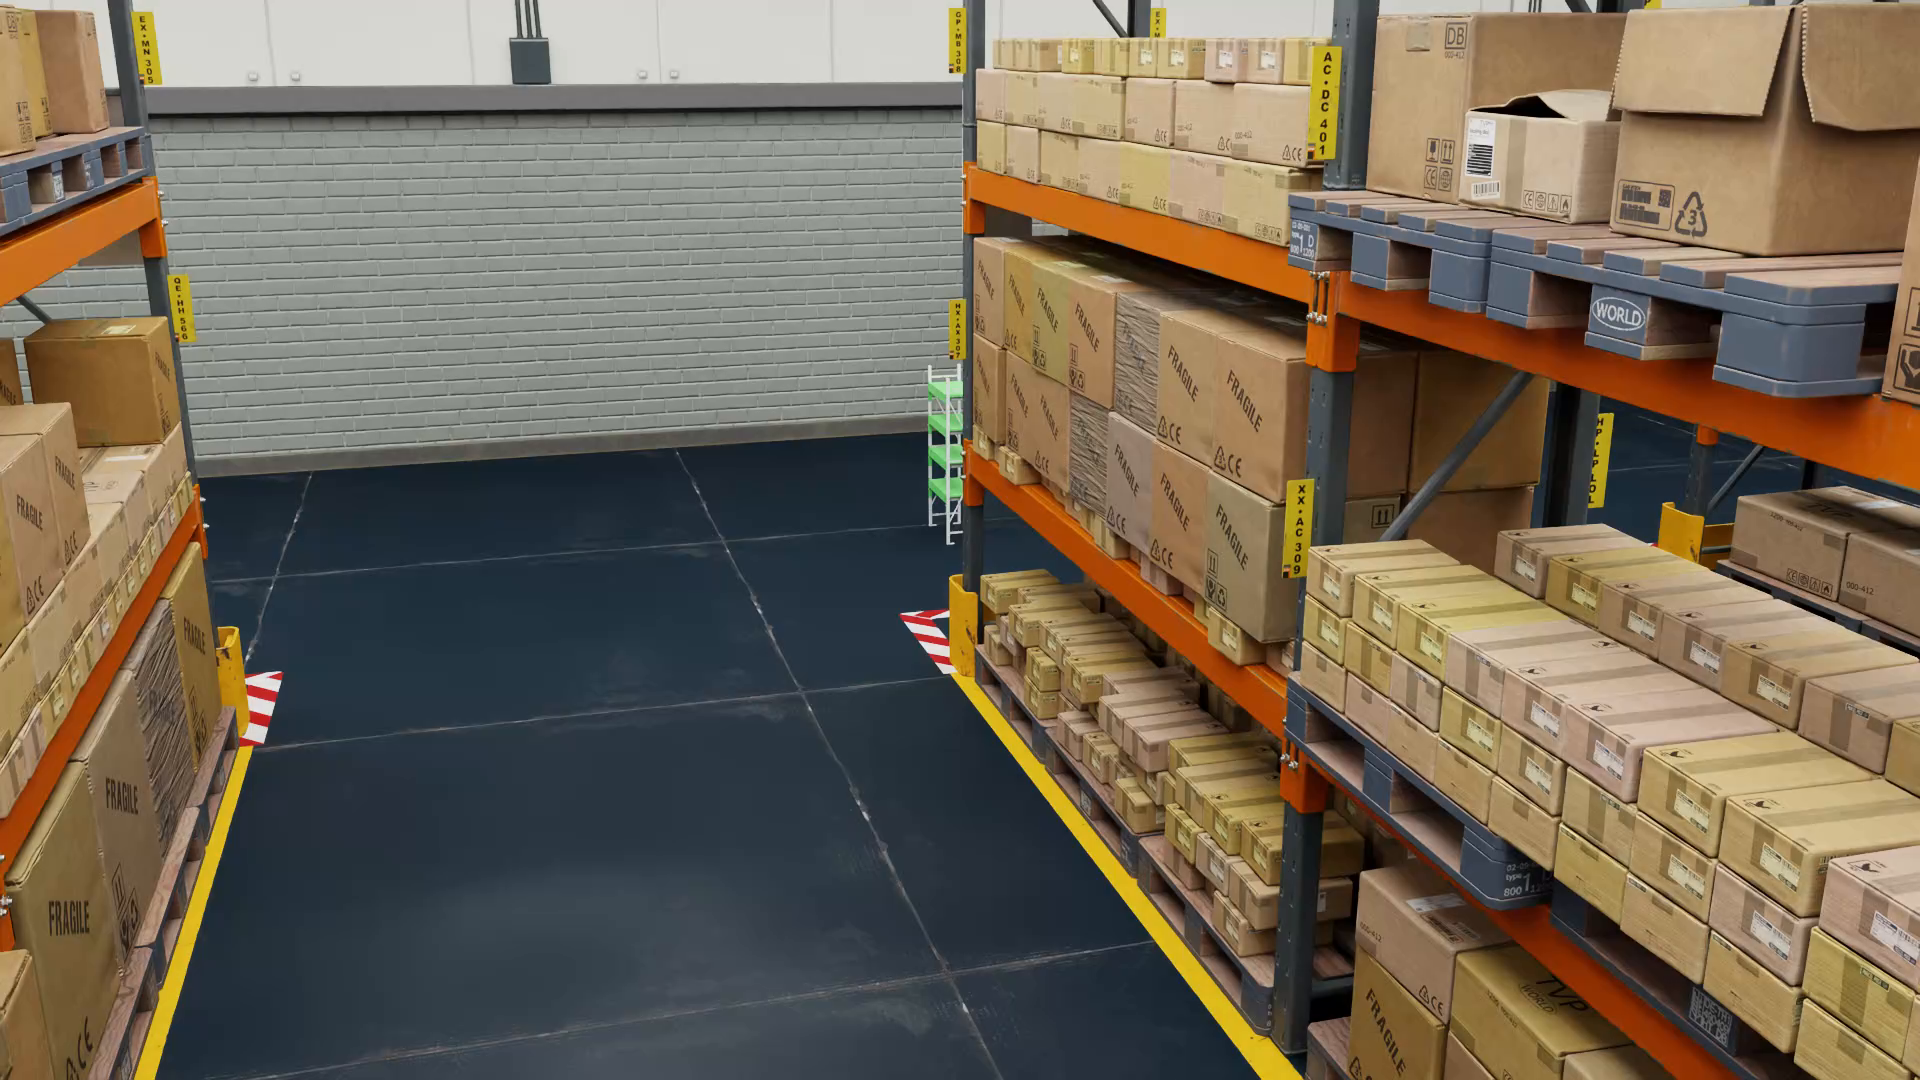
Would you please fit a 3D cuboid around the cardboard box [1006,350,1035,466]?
[{"bbox_3d":[0.541,-0.671,8.281,0.500,0.500,0.500,-5,17,-15],"label":"cardboard box"}]

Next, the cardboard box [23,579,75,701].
[{"bbox_3d":[-3.195,0.339,5.354,0.500,0.250,0.500,-5,17,-16],"label":"cardboard box"}]

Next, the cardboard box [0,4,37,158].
[{"bbox_3d":[-3.609,-1.552,5.614,0.700,0.500,0.500,-4,17,-13],"label":"cardboard box"}]

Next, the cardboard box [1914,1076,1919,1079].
[{"bbox_3d":[1.930,1.050,2.949,0.380,0.149,0.250,-5,17,-16],"label":"cardboard box"}]

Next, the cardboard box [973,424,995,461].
[{"bbox_3d":[0.286,-0.537,8.962,0.380,0.149,0.250,-5,17,-16],"label":"cardboard box"}]

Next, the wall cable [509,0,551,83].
[{"bbox_3d":[-2.525,-6.659,12.886,2.277,5.999,0.120,-5,17,-15],"label":"wall cable"}]

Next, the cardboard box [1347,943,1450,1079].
[{"bbox_3d":[1.559,1.555,5.176,0.500,0.500,0.500,-4,17,-13],"label":"cardboard box"}]

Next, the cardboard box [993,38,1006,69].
[{"bbox_3d":[0.382,-2.460,8.413,0.380,0.149,0.250,-5,17,-16],"label":"cardboard box"}]

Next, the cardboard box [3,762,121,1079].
[{"bbox_3d":[-3.290,1.326,5.288,0.875,0.875,0.875,-5,17,-15],"label":"cardboard box"}]

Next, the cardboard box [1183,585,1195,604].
[{"bbox_3d":[1.111,0.176,6.590,0.380,0.149,0.250,-5,17,-17],"label":"cardboard box"}]

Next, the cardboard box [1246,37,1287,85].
[{"bbox_3d":[1.180,-1.599,5.545,0.380,0.149,0.250,-4,17,-14],"label":"cardboard box"}]

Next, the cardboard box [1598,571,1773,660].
[{"bbox_3d":[2.053,0.210,4.713,0.380,0.149,0.250,-5,18,-17],"label":"cardboard box"}]

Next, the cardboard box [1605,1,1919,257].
[{"bbox_3d":[1.909,-0.916,3.663,0.797,0.503,0.637,-5,17,-16],"label":"cardboard box"}]

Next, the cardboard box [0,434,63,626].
[{"bbox_3d":[-3.199,-0.021,5.249,0.500,0.500,0.500,-5,17,-15],"label":"cardboard box"}]

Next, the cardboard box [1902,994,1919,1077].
[{"bbox_3d":[1.919,0.901,2.929,0.380,0.149,0.250,-5,17,-15],"label":"cardboard box"}]

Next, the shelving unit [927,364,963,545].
[{"bbox_3d":[-0.045,-0.620,11.932,0.258,1.200,0.503,-5,17,-15],"label":"shelving unit"}]

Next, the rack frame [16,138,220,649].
[{"bbox_3d":[-4.285,-0.408,8.098,1.000,3.000,0.127,-5,17,-15],"label":"rack frame"}]

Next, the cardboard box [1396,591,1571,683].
[{"bbox_3d":[1.428,0.261,4.541,0.380,0.149,0.250,-5,17,-15],"label":"cardboard box"}]

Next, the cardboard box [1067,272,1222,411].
[{"bbox_3d":[0.790,-0.871,7.210,0.500,0.500,0.500,-5,18,-17],"label":"cardboard box"}]

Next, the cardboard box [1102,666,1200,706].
[{"bbox_3d":[0.871,0.703,7.589,0.380,0.149,0.250,-5,17,-15],"label":"cardboard box"}]

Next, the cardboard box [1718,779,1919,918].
[{"bbox_3d":[1.782,0.617,3.355,0.380,0.149,0.250,-4,17,-13],"label":"cardboard box"}]

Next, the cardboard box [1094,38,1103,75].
[{"bbox_3d":[0.780,-2.028,6.975,0.380,0.149,0.250,-4,17,-13],"label":"cardboard box"}]

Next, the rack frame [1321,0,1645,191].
[{"bbox_3d":[1.611,-2.539,4.764,1.000,3.000,0.127,-5,17,-15],"label":"rack frame"}]

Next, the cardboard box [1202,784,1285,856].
[{"bbox_3d":[1.155,1.068,6.375,0.380,0.149,0.250,-4,17,-15],"label":"cardboard box"}]

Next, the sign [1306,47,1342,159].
[{"bbox_3d":[1.092,-1.305,4.971,0.100,0.325,0.005,-5,17,-15],"label":"sign"}]

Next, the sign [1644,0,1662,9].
[{"bbox_3d":[2.144,-1.584,5.214,0.100,0.325,0.005,-5,17,-15],"label":"sign"}]

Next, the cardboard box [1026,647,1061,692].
[{"bbox_3d":[0.549,0.635,8.333,0.380,0.149,0.250,-4,17,-14],"label":"cardboard box"}]

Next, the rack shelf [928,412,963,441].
[{"bbox_3d":[-0.045,-0.789,11.881,0.258,0.148,0.480,-5,17,-15],"label":"rack shelf"}]

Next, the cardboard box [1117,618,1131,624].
[{"bbox_3d":[0.951,0.449,8.951,0.380,0.149,0.250,-5,17,-17],"label":"cardboard box"}]

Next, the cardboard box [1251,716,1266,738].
[{"bbox_3d":[1.495,0.807,7.242,0.380,0.149,0.250,-4,17,-14],"label":"cardboard box"}]

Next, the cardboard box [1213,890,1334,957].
[{"bbox_3d":[1.176,1.417,6.248,0.380,0.149,0.250,-4,17,-15],"label":"cardboard box"}]

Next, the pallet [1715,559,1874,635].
[{"bbox_3d":[5.539,0.359,10.391,1.003,0.211,1.213,-5,17,-15],"label":"pallet"}]

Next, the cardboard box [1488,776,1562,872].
[{"bbox_3d":[1.562,0.684,4.168,0.380,0.149,0.250,-5,18,-18],"label":"cardboard box"}]

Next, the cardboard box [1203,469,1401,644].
[{"bbox_3d":[1.207,0.032,5.941,0.500,0.500,0.500,-5,17,-15],"label":"cardboard box"}]

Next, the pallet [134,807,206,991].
[{"bbox_3d":[-3.658,1.479,6.662,1.003,0.211,1.213,-5,17,-15],"label":"pallet"}]

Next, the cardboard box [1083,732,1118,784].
[{"bbox_3d":[0.786,0.989,7.672,0.380,0.149,0.250,-5,17,-15],"label":"cardboard box"}]

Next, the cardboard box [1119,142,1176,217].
[{"bbox_3d":[0.951,-1.425,6.528,0.500,0.250,0.500,-5,17,-16],"label":"cardboard box"}]

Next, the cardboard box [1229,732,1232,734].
[{"bbox_3d":[1.429,0.875,7.534,0.380,0.149,0.250,-5,17,-16],"label":"cardboard box"}]

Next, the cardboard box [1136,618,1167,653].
[{"bbox_3d":[1.118,0.445,8.447,0.380,0.149,0.250,-5,18,-17],"label":"cardboard box"}]

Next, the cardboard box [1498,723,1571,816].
[{"bbox_3d":[1.570,0.545,4.113,0.380,0.149,0.250,-4,17,-13],"label":"cardboard box"}]

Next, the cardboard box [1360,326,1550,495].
[{"bbox_3d":[1.721,-0.479,5.905,0.500,0.500,0.500,-4,17,-14],"label":"cardboard box"}]

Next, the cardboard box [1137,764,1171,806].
[{"bbox_3d":[0.979,1.001,7.114,0.380,0.149,0.250,-4,17,-14],"label":"cardboard box"}]

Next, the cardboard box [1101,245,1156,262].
[{"bbox_3d":[1.016,-1.195,8.287,0.500,0.500,0.500,-5,18,-17],"label":"cardboard box"}]

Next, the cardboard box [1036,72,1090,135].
[{"bbox_3d":[0.655,-1.950,7.407,0.500,0.250,0.500,-4,17,-15],"label":"cardboard box"}]

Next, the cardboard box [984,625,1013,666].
[{"bbox_3d":[0.348,0.562,9.093,0.380,0.149,0.250,-4,17,-14],"label":"cardboard box"}]

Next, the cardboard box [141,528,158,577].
[{"bbox_3d":[-3.588,0.067,6.952,0.380,0.149,0.250,-5,17,-16],"label":"cardboard box"}]

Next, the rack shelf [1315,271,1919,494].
[{"bbox_3d":[2.161,-0.205,3.457,1.077,0.370,4.000,-5,17,-15],"label":"rack shelf"}]

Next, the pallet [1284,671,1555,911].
[{"bbox_3d":[1.681,0.649,4.912,1.003,0.211,1.213,-5,17,-15],"label":"pallet"}]

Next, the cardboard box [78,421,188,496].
[{"bbox_3d":[-3.896,-0.366,7.700,0.500,0.250,0.500,-5,17,-16],"label":"cardboard box"}]

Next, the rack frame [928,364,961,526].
[{"bbox_3d":[-0.113,-0.688,12.157,0.240,1.200,0.015,-5,17,-15],"label":"rack frame"}]

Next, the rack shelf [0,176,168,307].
[{"bbox_3d":[-3.735,-0.947,5.928,1.077,0.370,4.000,-5,17,-15],"label":"rack shelf"}]

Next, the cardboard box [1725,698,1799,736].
[{"bbox_3d":[2.199,0.494,4.283,0.380,0.149,0.250,-6,18,-18],"label":"cardboard box"}]

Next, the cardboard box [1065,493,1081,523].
[{"bbox_3d":[0.713,-0.183,7.783,0.380,0.149,0.250,-5,17,-16],"label":"cardboard box"}]

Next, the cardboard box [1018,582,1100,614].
[{"bbox_3d":[0.521,0.345,8.780,0.380,0.149,0.250,-4,17,-14],"label":"cardboard box"}]

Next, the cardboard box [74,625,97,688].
[{"bbox_3d":[-3.237,0.421,5.772,0.380,0.149,0.250,-5,17,-16],"label":"cardboard box"}]
